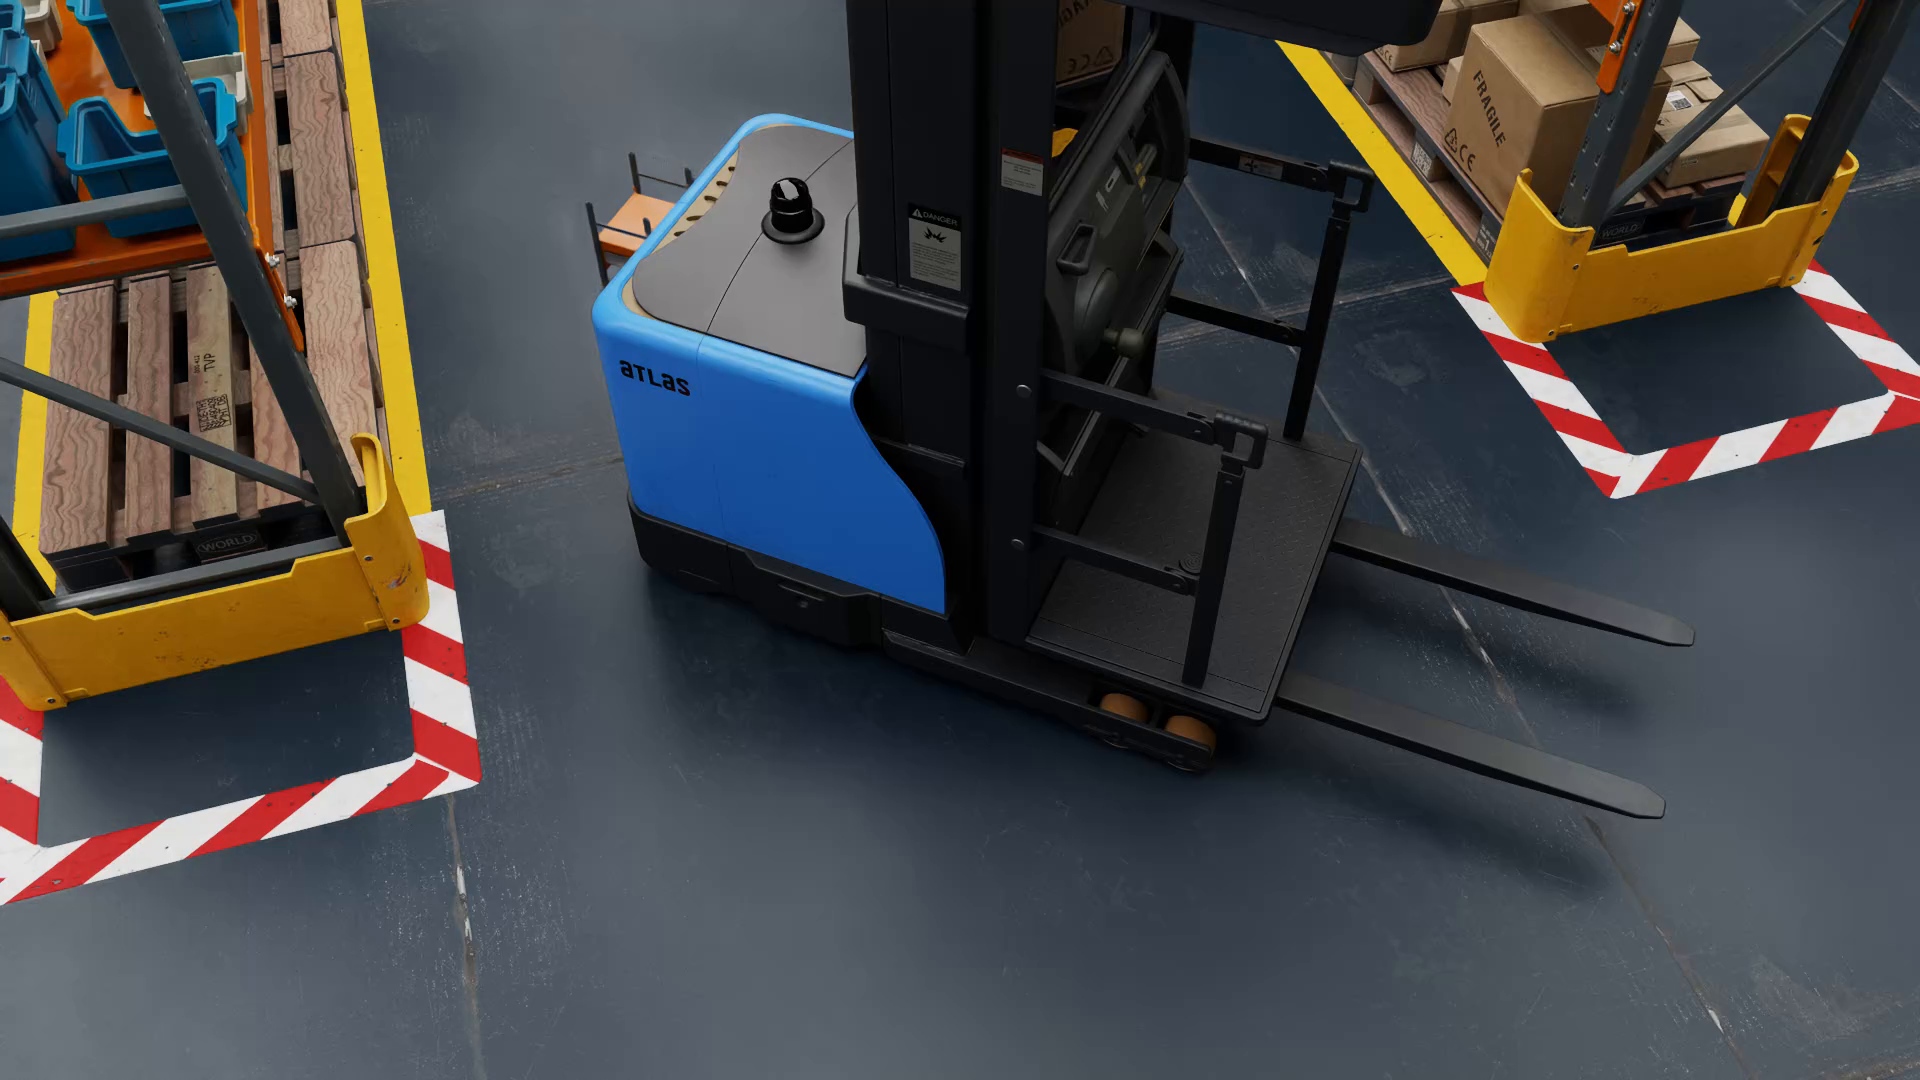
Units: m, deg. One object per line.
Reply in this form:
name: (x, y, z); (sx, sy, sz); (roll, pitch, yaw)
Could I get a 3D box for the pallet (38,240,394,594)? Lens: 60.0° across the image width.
pallet: (-2.438, -0.440, 5.483); (1.003, 0.211, 1.213); (-13, 51, -11)

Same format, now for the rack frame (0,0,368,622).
rack frame: (-2.231, -0.728, 3.902); (1.000, 3.000, 0.127); (-13, 51, -11)

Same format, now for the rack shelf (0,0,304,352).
rack shelf: (-2.823, -1.957, 5.408); (1.077, 0.370, 4.000); (-13, 51, -11)

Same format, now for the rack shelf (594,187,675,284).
rack shelf: (-0.915, -0.847, 4.918); (0.215, 0.259, 0.240); (18, 52, 14)

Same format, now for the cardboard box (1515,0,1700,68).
cardboard box: (2.464, -1.927, 6.424); (0.500, 0.250, 0.500); (-13, 51, -11)

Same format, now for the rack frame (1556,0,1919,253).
rack frame: (2.502, -1.845, 4.844); (1.000, 3.000, 0.127); (-13, 51, -11)

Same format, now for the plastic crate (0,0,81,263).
plastic crate: (-2.509, -0.961, 4.036); (0.616, 0.435, 0.499); (-13, 51, -11)

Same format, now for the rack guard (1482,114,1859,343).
rack guard: (2.479, -1.095, 5.846); (1.175, 0.500, 0.348); (-13, 51, -11)

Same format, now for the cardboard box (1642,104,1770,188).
cardboard box: (2.706, -1.452, 6.089); (0.380, 0.149, 0.250); (-13, 51, -11)

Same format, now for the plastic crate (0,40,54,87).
plastic crate: (-2.645, -1.217, 4.447); (0.396, 0.136, 0.243); (-13, 51, -11)

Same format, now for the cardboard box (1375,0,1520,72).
cardboard box: (1.853, -2.143, 6.605); (0.500, 0.250, 0.500); (-13, 51, -11)

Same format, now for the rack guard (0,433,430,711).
rack guard: (-2.212, 0.092, 4.845); (1.175, 0.500, 0.348); (-13, 51, -11)

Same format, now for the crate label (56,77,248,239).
crate label: (-1.990, -0.948, 4.158); (0.416, 0.233, 0.303); (-13, 51, -11)

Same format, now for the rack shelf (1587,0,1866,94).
rack shelf: (1.910, -3.074, 6.350); (1.077, 0.370, 4.000); (-13, 51, -11)

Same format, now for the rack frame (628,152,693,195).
rack frame: (-0.872, -0.758, 5.201); (0.200, 1.050, 0.008); (18, 52, 14)

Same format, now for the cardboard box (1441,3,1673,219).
cardboard box: (2.105, -1.523, 5.919); (0.500, 0.500, 0.500); (-13, 51, -11)

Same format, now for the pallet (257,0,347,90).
pallet: (-3.160, -2.222, 6.986); (1.003, 0.211, 1.213); (-13, 51, -11)

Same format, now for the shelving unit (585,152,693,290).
shelving unit: (-0.918, -0.671, 5.128); (0.215, 1.050, 0.252); (18, 52, 14)

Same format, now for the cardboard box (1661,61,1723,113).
cardboard box: (2.632, -1.640, 6.236); (0.380, 0.166, 0.250); (-13, 51, -11)

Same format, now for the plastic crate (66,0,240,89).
plastic crate: (-2.185, -1.429, 4.563); (0.416, 0.233, 0.300); (-13, 51, -11)

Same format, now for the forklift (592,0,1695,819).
forklift: (0.573, -0.759, 3.973); (3.031, 2.935, 1.130); (18, 52, 15)

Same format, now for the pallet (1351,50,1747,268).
pallet: (2.242, -1.584, 6.447); (1.003, 0.211, 1.213); (-13, 51, -11)

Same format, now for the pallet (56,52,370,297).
pallet: (-2.795, -1.330, 6.233); (1.003, 0.211, 1.213); (-13, 51, -11)

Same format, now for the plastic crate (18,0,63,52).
plastic crate: (-2.717, -1.432, 4.629); (0.396, 0.136, 0.243); (-13, 51, -11)

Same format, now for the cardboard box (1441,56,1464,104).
cardboard box: (2.072, -1.731, 6.313); (0.380, 0.166, 0.250); (-13, 51, -11)

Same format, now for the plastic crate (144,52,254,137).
plastic crate: (-2.006, -1.170, 4.408); (0.250, 0.136, 0.298); (-13, 51, -11)

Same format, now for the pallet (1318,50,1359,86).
pallet: (1.885, -2.473, 7.197); (1.003, 0.211, 1.213); (-13, 51, -11)

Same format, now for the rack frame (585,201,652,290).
rack frame: (-0.963, -0.585, 5.055); (0.200, 1.050, 0.008); (18, 52, 14)
